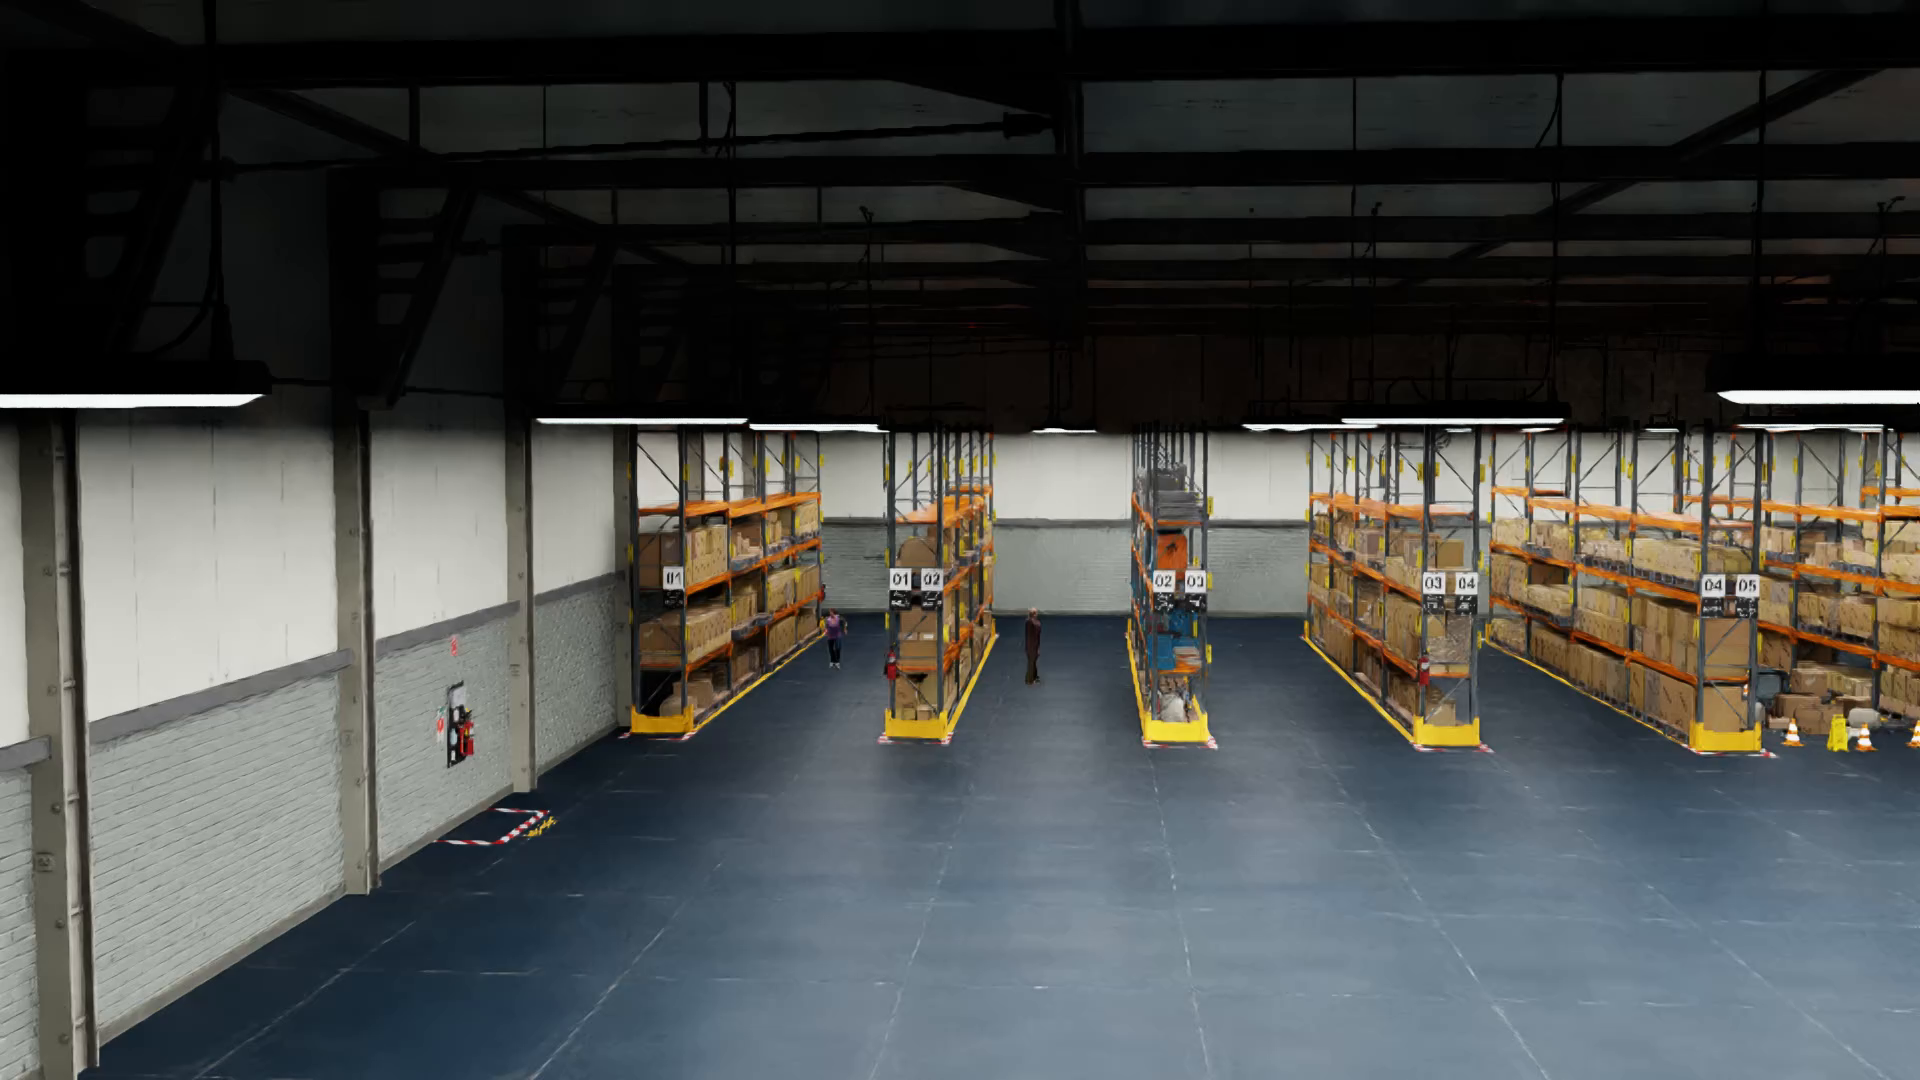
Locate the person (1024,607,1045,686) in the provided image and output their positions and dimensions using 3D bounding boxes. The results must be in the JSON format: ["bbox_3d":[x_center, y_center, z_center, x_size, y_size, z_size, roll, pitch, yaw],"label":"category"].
[{"bbox_3d":[1.721,2.411,37.967,0.587,1.781,0.748,-1,4,-19],"label":"person"}]

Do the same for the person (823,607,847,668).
[{"bbox_3d":[-3.068,2.386,40.725,0.538,1.511,0.851,1,4,10],"label":"person"}]
